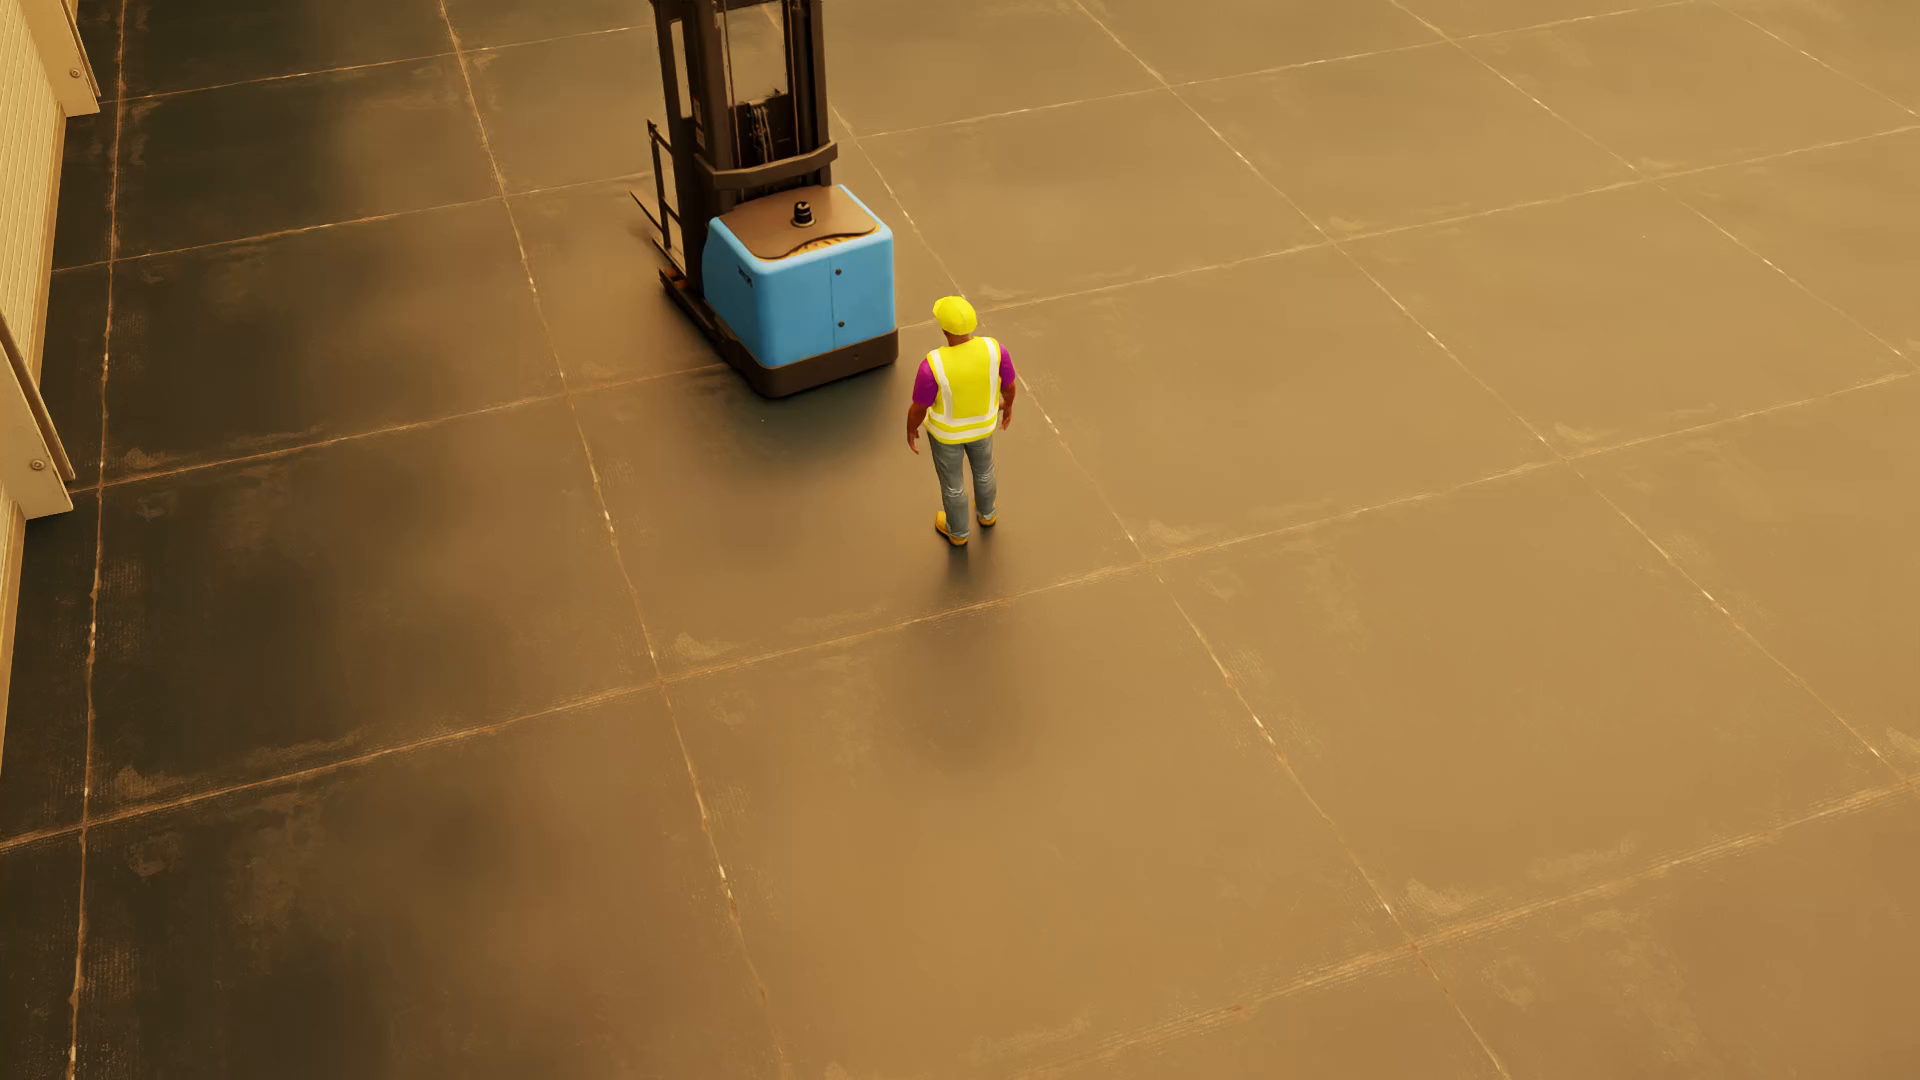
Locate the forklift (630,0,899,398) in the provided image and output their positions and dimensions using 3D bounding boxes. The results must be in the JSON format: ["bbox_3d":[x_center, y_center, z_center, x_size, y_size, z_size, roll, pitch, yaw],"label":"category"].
[{"bbox_3d":[-1.599,-3.024,11.598,1.130,2.935,3.031,-20,44,-22],"label":"forklift"}]

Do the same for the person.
[{"bbox_3d":[-0.019,-0.725,9.755,0.665,1.768,0.575,-13,42,-15],"label":"person"}]
